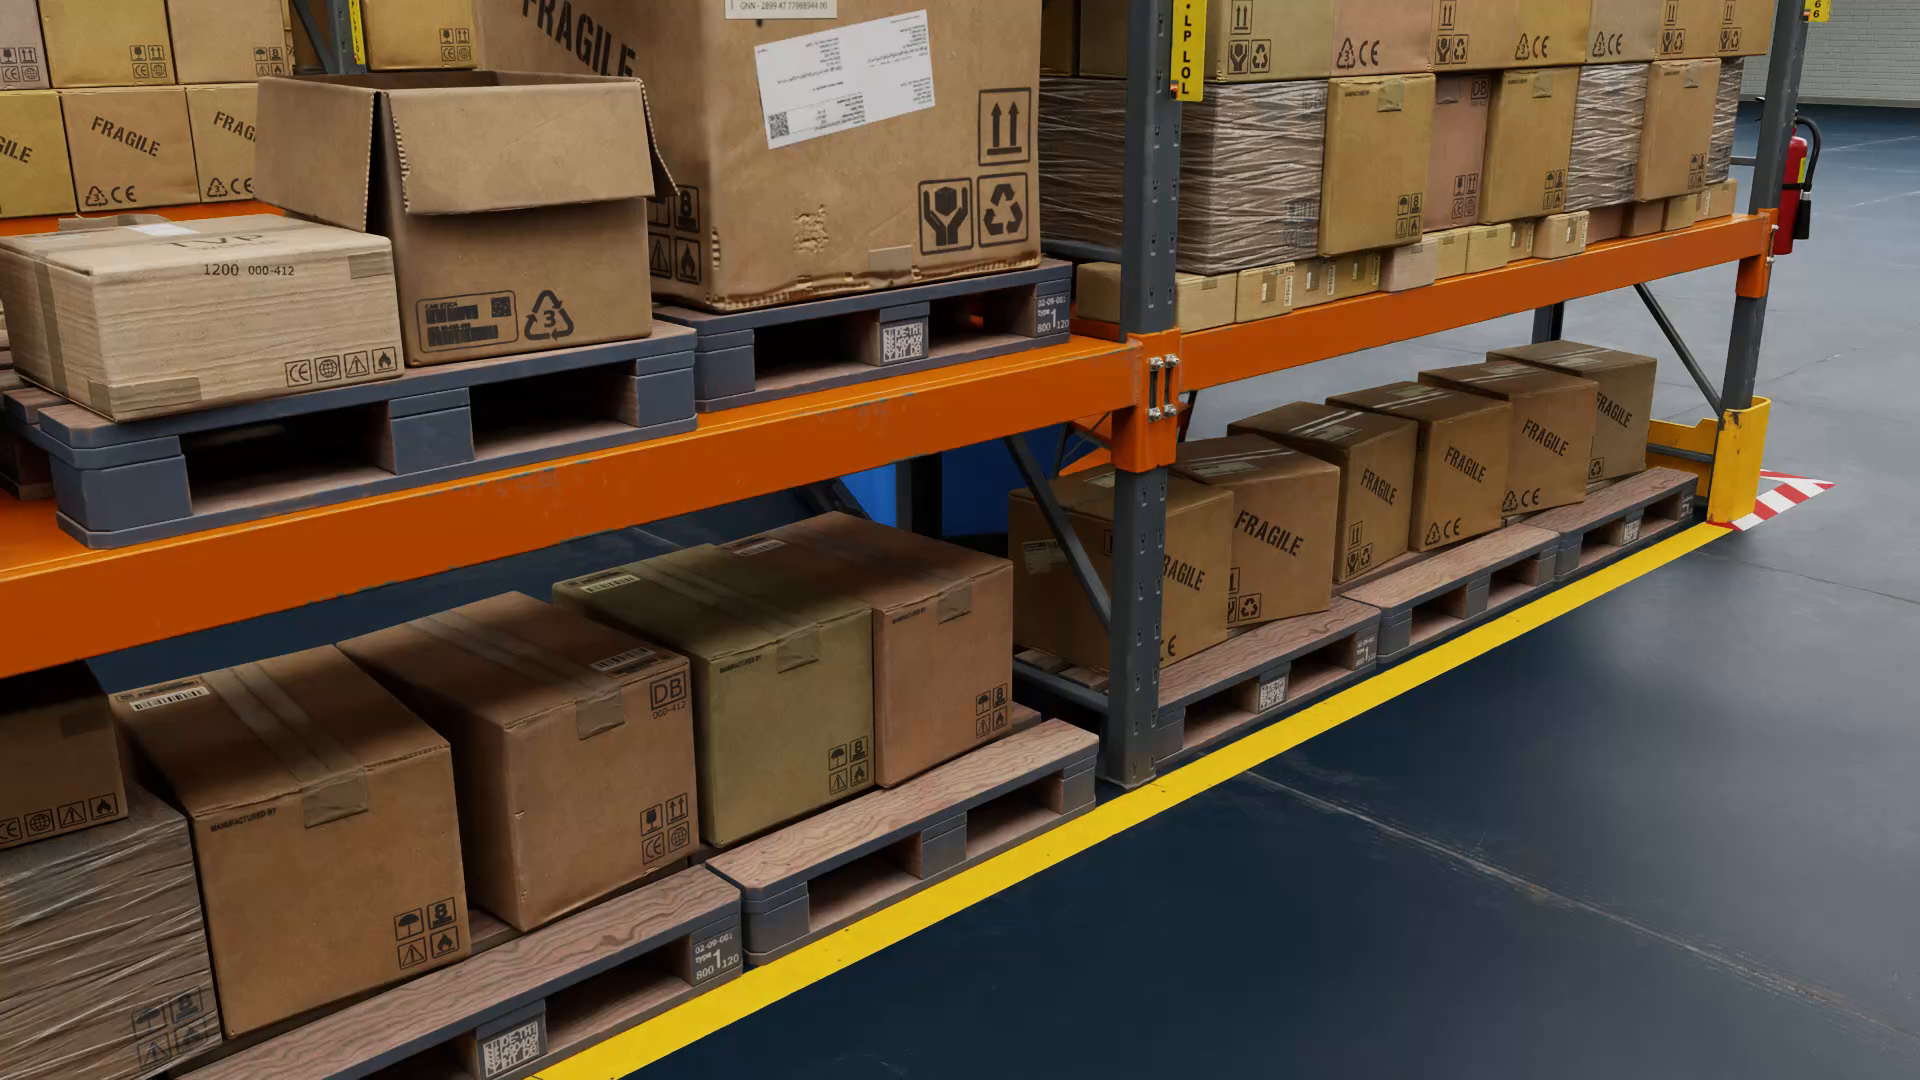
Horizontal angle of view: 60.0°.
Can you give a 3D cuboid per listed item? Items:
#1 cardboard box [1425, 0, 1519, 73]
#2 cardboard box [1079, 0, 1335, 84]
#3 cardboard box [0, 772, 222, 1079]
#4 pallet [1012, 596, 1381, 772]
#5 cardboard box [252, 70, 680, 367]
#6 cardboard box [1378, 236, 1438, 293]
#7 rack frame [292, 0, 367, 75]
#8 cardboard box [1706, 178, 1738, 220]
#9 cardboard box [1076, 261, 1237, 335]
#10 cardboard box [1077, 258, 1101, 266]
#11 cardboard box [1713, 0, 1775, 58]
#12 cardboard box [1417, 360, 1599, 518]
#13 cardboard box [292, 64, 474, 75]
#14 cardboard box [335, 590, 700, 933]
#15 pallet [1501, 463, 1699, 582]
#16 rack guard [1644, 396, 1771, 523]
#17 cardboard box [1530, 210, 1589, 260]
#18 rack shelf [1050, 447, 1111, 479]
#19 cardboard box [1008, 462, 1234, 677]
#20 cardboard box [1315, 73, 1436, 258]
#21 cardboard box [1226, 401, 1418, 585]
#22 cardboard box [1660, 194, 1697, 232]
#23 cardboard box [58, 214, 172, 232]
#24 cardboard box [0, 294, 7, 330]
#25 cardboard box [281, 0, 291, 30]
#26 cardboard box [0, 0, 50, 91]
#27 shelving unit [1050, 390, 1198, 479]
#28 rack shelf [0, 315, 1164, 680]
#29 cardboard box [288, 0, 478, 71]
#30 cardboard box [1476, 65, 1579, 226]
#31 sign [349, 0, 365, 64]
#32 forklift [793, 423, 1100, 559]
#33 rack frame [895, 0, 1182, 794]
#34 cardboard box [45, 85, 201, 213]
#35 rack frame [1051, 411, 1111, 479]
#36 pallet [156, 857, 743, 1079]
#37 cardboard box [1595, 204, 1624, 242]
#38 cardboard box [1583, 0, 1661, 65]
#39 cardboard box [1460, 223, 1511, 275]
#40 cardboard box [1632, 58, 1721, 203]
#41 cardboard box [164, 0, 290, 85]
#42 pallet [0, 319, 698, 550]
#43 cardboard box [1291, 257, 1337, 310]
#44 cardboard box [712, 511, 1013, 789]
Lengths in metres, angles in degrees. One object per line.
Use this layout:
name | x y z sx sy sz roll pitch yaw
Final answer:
cardboard box | 1.409 -1.743 5.231 0.500 0.500 0.500 -16 24 -41
cardboard box | 0.683 -1.531 4.577 0.500 0.500 0.500 -16 24 -41
cardboard box | -1.857 0.733 3.200 0.700 0.500 0.500 15 24 39
pallet | 0.646 0.349 5.567 1.213 0.211 1.003 -16 24 -41
cardboard box | -1.014 -0.688 3.396 0.637 0.503 0.797 -13 22 -35
cardboard box | 1.283 -0.894 5.287 0.250 0.149 0.380 -16 24 -41
rack frame | -3.152 -1.961 8.168 0.127 3.000 1.000 -16 24 -41
cardboard box | 3.023 -1.449 6.998 0.250 0.149 0.380 -16 24 -41
cardboard box | 0.545 -0.686 4.645 0.250 0.149 0.380 -16 24 -41
cardboard box | 0.324 -0.870 5.213 0.250 0.149 0.380 -16 24 -41
cardboard box | 2.858 -2.168 6.542 0.500 0.500 0.500 -16 24 -41
cardboard box | 2.212 -0.423 6.798 0.500 0.500 0.500 -9 20 -27
cardboard box | -2.893 -2.113 8.394 0.550 0.550 0.875 -16 24 -41
cardboard box | -1.045 0.493 3.940 0.700 0.500 0.500 15 23 39
pallet | 2.419 -0.168 7.162 1.213 0.211 1.003 -16 24 -41
rack guard | 3.033 -0.470 7.624 0.348 0.500 1.175 -16 24 -41
cardboard box | 2.005 -1.108 5.945 0.250 0.149 0.380 -16 24 -41
rack shelf | 0.549 -0.207 5.955 0.258 0.148 0.480 28 36 26
cardboard box | 0.500 0.086 5.228 0.500 0.500 0.500 17 25 42
cardboard box | 0.939 -1.196 5.166 0.500 0.500 0.875 -16 24 -41
cardboard box | 1.308 -0.186 6.068 0.500 0.500 0.500 15 23 39
cardboard box | 2.695 -1.332 6.636 0.250 0.149 0.380 -16 24 -41
cardboard box | -1.698 -0.530 3.292 0.396 0.266 0.258 17 25 42
cardboard box | -4.245 -0.735 7.355 0.750 0.750 1.050 -16 24 -41
cardboard box | -5.072 -4.092 12.477 0.500 0.500 0.700 -16 24 -41
cardboard box | -4.249 -2.161 7.002 0.500 0.500 0.700 -16 24 -40
shelving unit | 0.560 -0.263 5.920 0.258 1.200 0.503 28 36 26
rack shelf | -1.271 -0.062 3.478 4.000 0.370 1.077 -16 24 -41
cardboard box | -2.861 -2.616 8.196 0.550 0.550 0.875 -16 24 -41
cardboard box | 1.625 -1.421 5.861 0.500 0.500 0.875 -16 24 -41
sign | -2.773 -2.354 7.633 0.005 0.325 0.100 -16 24 -41
forklift | -0.170 -1.580 7.107 1.130 2.935 3.031 -5 19 -15
rack frame | 0.182 -0.828 4.674 0.127 3.000 1.000 -16 24 -41
cardboard box | -3.715 -1.731 7.297 0.500 0.500 0.500 -17 24 -41
rack frame | 0.417 -0.177 5.742 0.240 1.200 0.015 28 36 26
pallet | -1.270 0.924 3.793 1.213 0.211 1.003 -16 24 -41
cardboard box | 2.292 -1.238 6.348 0.250 0.149 0.380 -16 24 -41
cardboard box | 2.134 -1.955 5.886 0.500 0.500 0.500 -16 24 -41
cardboard box | 1.625 -1.007 5.635 0.250 0.149 0.380 -16 24 -41
cardboard box | 2.389 -1.621 6.476 0.500 0.500 0.875 -16 24 -41
cardboard box | -3.509 -2.377 7.670 0.500 0.500 0.700 -17 24 -42
pallet | -1.314 -0.317 3.411 1.213 0.211 1.003 -16 24 -41
cardboard box | 0.898 -0.795 4.982 0.250 0.149 0.380 -16 24 -41
cardboard box | -0.279 0.277 4.605 0.700 0.500 0.500 16 24 40
